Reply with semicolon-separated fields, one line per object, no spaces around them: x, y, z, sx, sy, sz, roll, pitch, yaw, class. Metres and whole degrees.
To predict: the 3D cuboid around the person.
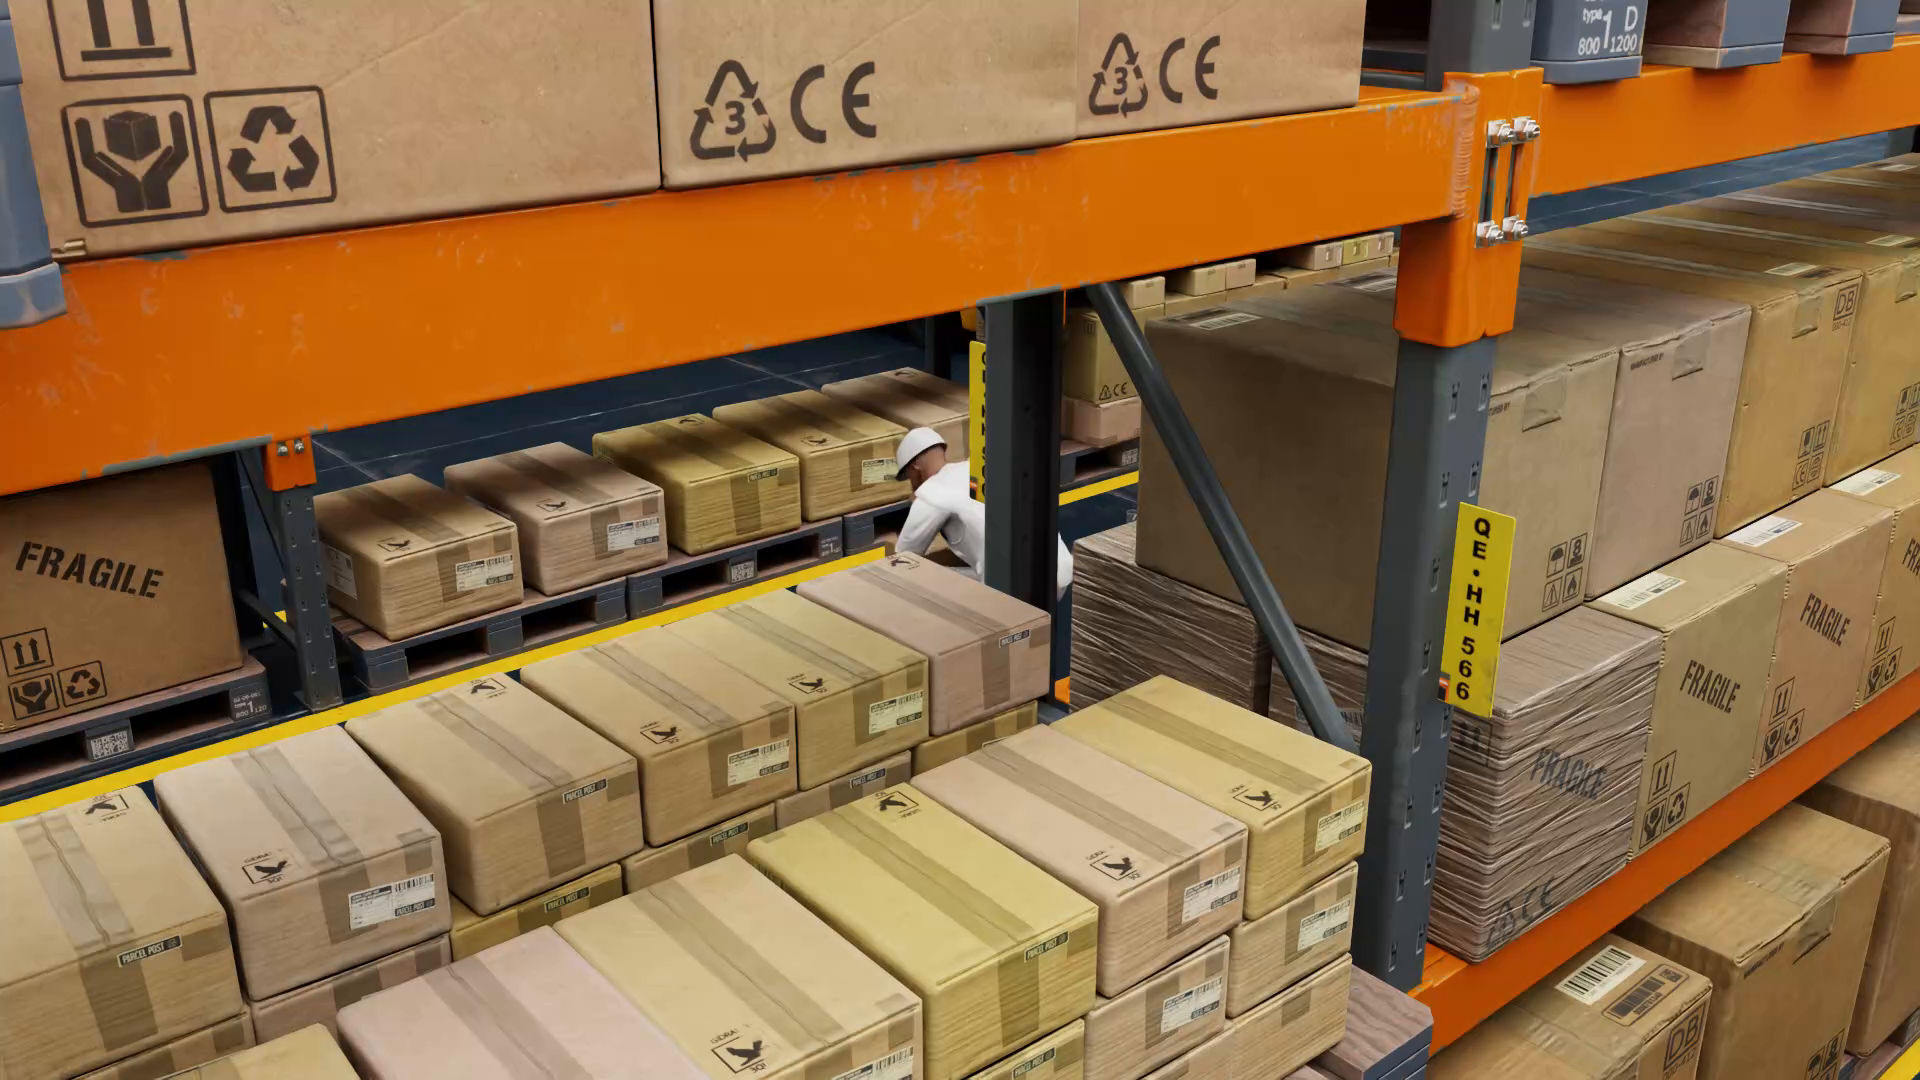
0.050;0.064;6.972;0.585;0.997;0.900;-17;27;-38;person
